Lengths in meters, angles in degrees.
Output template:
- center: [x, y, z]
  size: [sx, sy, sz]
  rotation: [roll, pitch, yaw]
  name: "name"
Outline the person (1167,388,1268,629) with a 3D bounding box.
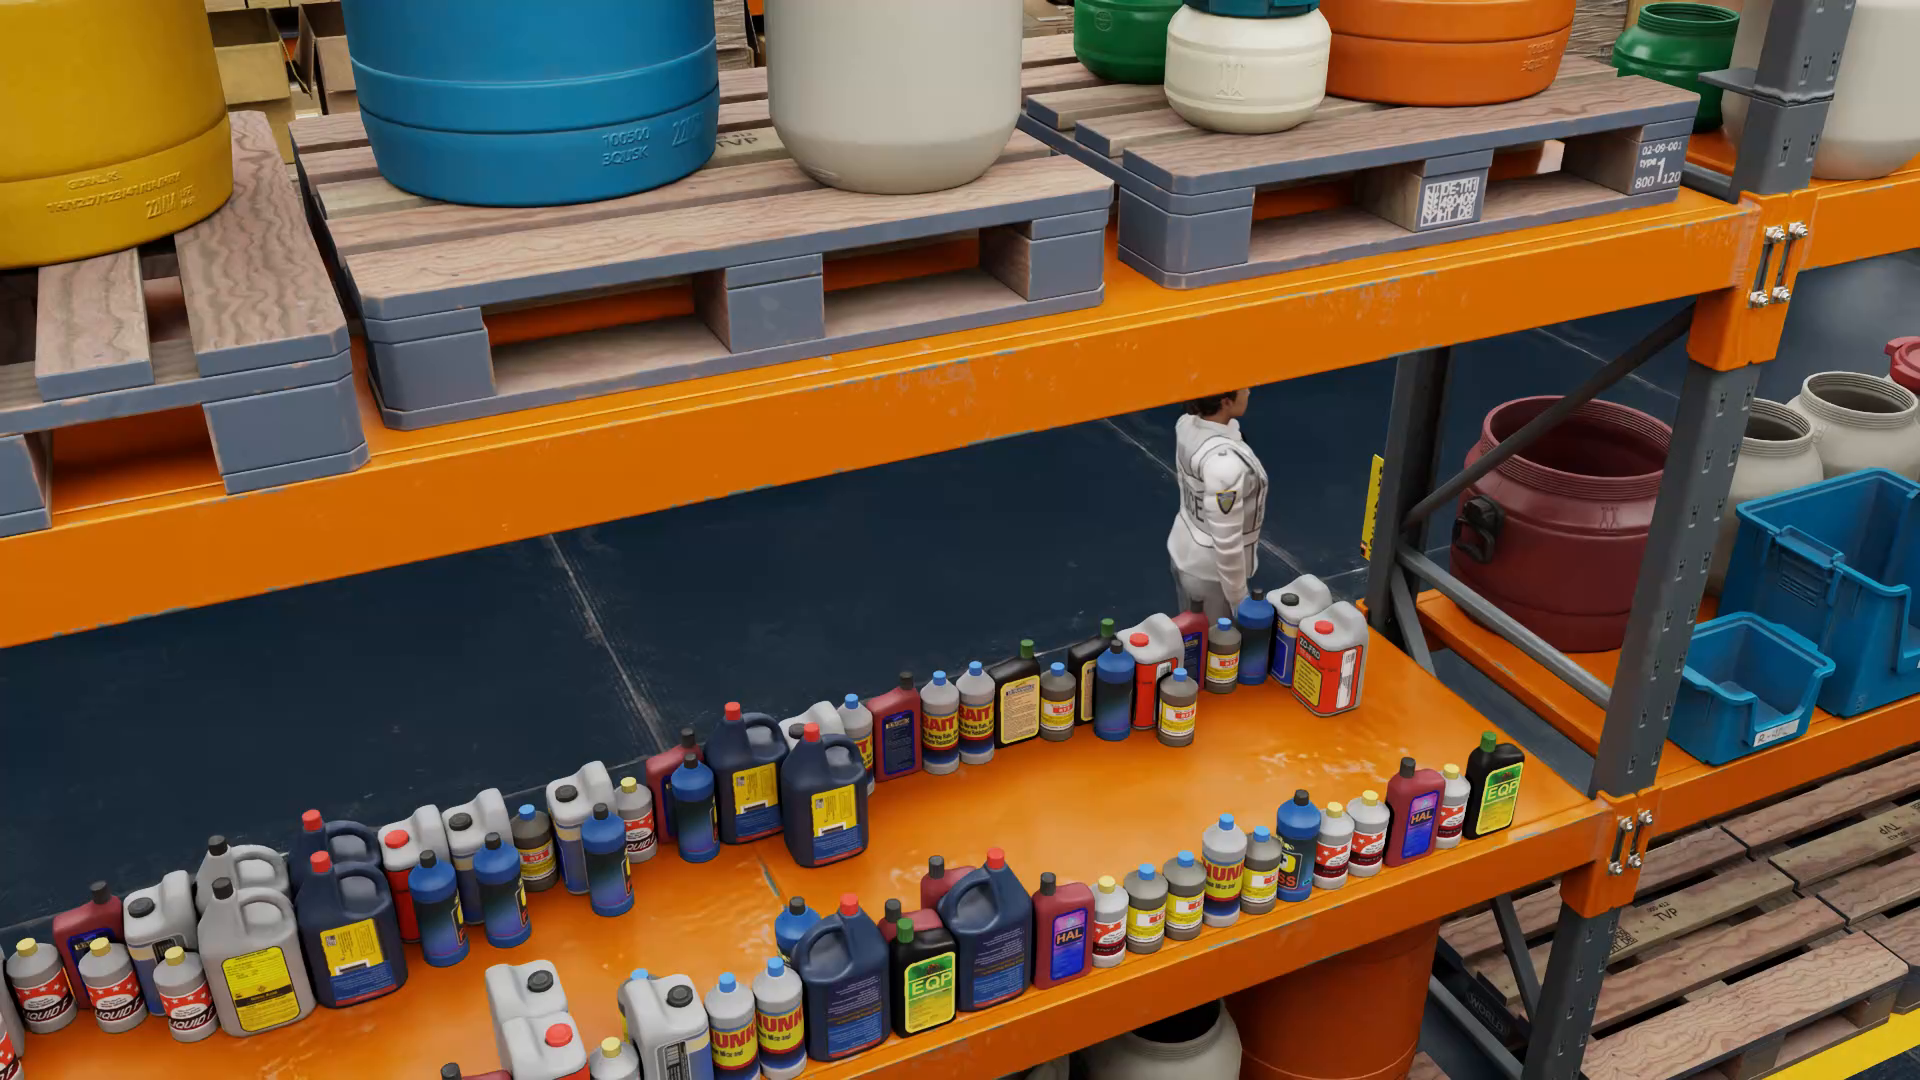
- center: [0.894, 0.112, 5.889]
  size: [0.359, 1.715, 0.506]
  rotation: [-4, 30, -7]
  name: "person"
